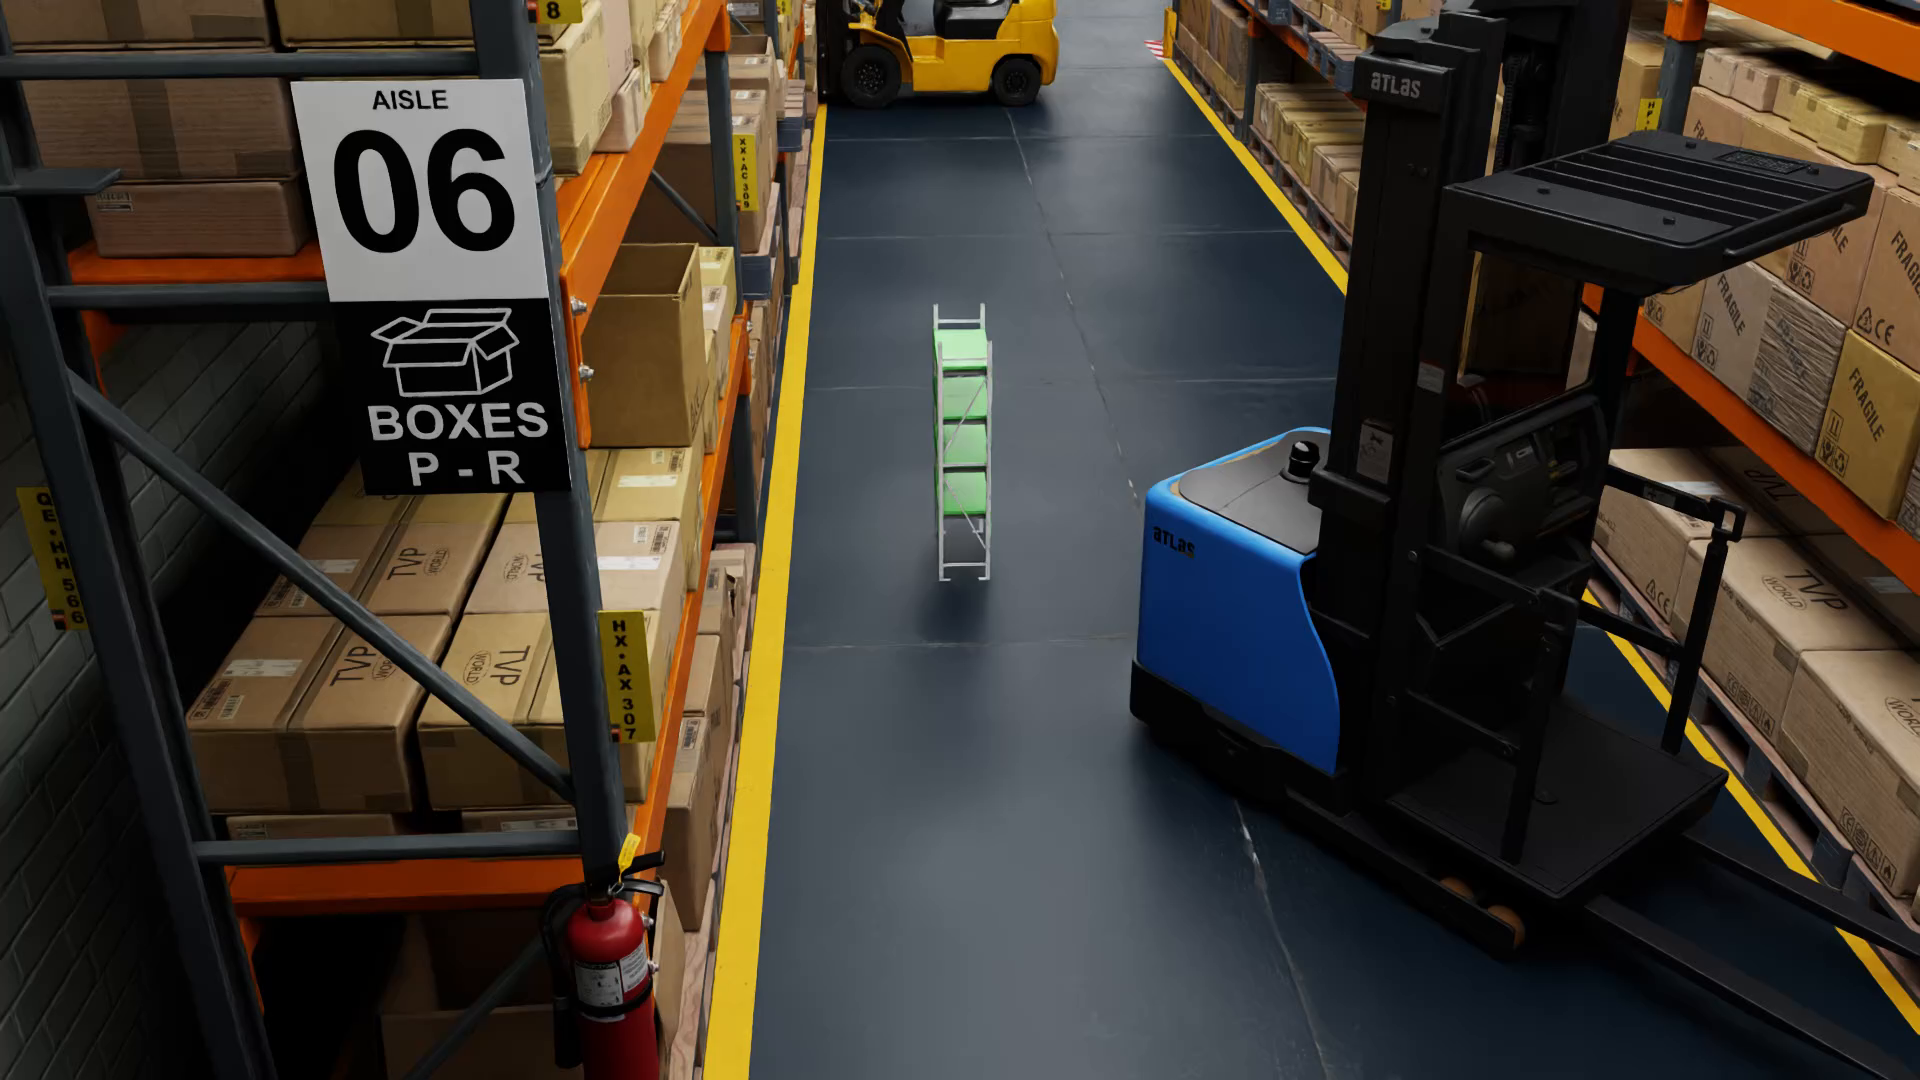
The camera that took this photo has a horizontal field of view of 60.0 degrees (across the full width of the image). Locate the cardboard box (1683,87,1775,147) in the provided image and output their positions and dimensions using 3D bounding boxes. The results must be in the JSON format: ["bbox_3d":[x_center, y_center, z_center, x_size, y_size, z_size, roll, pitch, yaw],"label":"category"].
[{"bbox_3d":[3.284,-1.542,6.774,0.500,0.500,0.500,-1,28,-2],"label":"cardboard box"}]

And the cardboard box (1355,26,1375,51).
[{"bbox_3d":[2.954,-3.470,11.478,0.380,0.149,0.250,-1,28,-2],"label":"cardboard box"}]

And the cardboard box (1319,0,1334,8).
[{"bbox_3d":[2.925,-4.165,12.108,0.500,0.500,0.500,-3,28,-6],"label":"cardboard box"}]

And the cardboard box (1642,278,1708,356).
[{"bbox_3d":[3.264,-1.102,7.011,0.500,0.500,0.500,-1,28,-1],"label":"cardboard box"}]

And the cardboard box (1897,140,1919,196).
[{"bbox_3d":[3.319,-1.200,5.416,0.380,0.149,0.250,-1,28,-2],"label":"cardboard box"}]

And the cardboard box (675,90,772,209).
[{"bbox_3d":[-1.285,-1.857,8.005,0.700,0.500,0.500,-1,28,-2],"label":"cardboard box"}]

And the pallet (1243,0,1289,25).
[{"bbox_3d":[2.978,-4.533,13.906,1.003,0.211,1.213,-1,28,-3],"label":"pallet"}]

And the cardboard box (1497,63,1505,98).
[{"bbox_3d":[3.144,-2.680,8.956,0.500,0.500,0.500,-1,28,-2],"label":"cardboard box"}]

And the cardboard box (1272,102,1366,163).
[{"bbox_3d":[3.154,-3.422,13.955,0.950,0.372,0.625,0,28,1],"label":"cardboard box"}]

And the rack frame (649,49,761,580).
[{"bbox_3d":[-1.456,-1.159,7.228,1.000,3.000,0.127,-1,28,-3],"label":"rack frame"}]

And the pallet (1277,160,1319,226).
[{"bbox_3d":[3.192,-2.814,13.418,1.003,0.211,1.213,-1,28,-3],"label":"pallet"}]

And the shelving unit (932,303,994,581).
[{"bbox_3d":[0.009,-0.456,7.826,0.258,1.200,0.503,-1,28,-3],"label":"shelving unit"}]

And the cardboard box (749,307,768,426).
[{"bbox_3d":[-1.316,-0.942,9.061,0.500,0.500,0.500,-2,28,-4],"label":"cardboard box"}]

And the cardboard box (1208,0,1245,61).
[{"bbox_3d":[2.728,-5.012,16.324,0.500,0.500,0.500,0,28,0],"label":"cardboard box"}]

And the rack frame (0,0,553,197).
[{"bbox_3d":[-1.247,-1.972,2.299,1.000,3.000,0.127,-1,28,-3],"label":"rack frame"}]

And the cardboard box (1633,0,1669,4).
[{"bbox_3d":[3.654,-2.683,8.961,0.500,0.500,0.500,-2,28,-3],"label":"cardboard box"}]

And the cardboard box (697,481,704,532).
[{"bbox_3d":[-1.042,-0.076,5.424,0.380,0.149,0.250,-1,28,-1],"label":"cardboard box"}]

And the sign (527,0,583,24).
[{"bbox_3d":[-0.705,-1.042,2.816,0.100,0.325,0.005,-1,28,-3],"label":"sign"}]

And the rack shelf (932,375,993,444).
[{"bbox_3d":[0.009,-0.612,7.745,0.258,0.148,0.480,-1,28,-3],"label":"rack shelf"}]

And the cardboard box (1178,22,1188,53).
[{"bbox_3d":[2.640,-5.410,17.898,0.500,0.250,0.500,-2,28,-3],"label":"cardboard box"}]

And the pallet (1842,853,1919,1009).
[{"bbox_3d":[3.590,1.436,5.269,1.003,0.211,1.213,-1,28,-3],"label":"pallet"}]

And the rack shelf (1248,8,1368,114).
[{"bbox_3d":[3.188,-3.732,12.940,1.077,0.370,4.000,-1,28,-3],"label":"rack shelf"}]

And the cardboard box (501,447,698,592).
[{"bbox_3d":[-1.058,-0.060,4.962,0.500,0.250,0.500,-2,28,-4],"label":"cardboard box"}]

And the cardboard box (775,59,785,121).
[{"bbox_3d":[-1.286,-2.646,9.788,0.500,0.250,0.500,-3,28,-5],"label":"cardboard box"}]

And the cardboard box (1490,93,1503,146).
[{"bbox_3d":[3.125,-2.339,9.113,0.500,0.250,0.500,-1,28,-2],"label":"cardboard box"}]

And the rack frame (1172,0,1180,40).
[{"bbox_3d":[2.874,-6.822,18.087,1.000,3.000,0.127,-1,28,-3],"label":"rack frame"}]

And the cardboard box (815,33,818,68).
[{"bbox_3d":[-1.634,-4.738,16.069,0.500,0.250,0.500,-2,28,-3],"label":"cardboard box"}]

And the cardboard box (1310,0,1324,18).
[{"bbox_3d":[2.880,-4.062,12.612,0.380,0.149,0.250,-2,28,-4],"label":"cardboard box"}]

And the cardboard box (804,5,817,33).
[{"bbox_3d":[-1.640,-4.961,15.955,0.500,0.250,0.500,0,28,-1],"label":"cardboard box"}]

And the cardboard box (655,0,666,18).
[{"bbox_3d":[-1.109,-1.628,4.724,0.500,0.250,0.500,-2,28,-3],"label":"cardboard box"}]

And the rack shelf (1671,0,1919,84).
[{"bbox_3d":[3.605,-1.368,5.163,1.077,0.370,4.000,-1,28,-3],"label":"rack shelf"}]

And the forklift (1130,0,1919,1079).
[{"bbox_3d":[2.016,-0.169,5.404,1.130,2.935,3.031,-21,34,-34],"label":"forklift"}]

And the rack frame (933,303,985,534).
[{"bbox_3d":[-0.004,-0.568,8.042,0.240,1.200,0.015,-1,28,-3],"label":"rack frame"}]

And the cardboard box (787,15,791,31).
[{"bbox_3d":[-1.478,-3.845,12.001,0.500,0.250,0.500,-2,28,-4],"label":"cardboard box"}]

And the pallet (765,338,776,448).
[{"bbox_3d":[-1.603,-0.862,9.674,1.003,0.211,1.213,-1,28,-3],"label":"pallet"}]

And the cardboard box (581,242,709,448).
[{"bbox_3d":[-1.080,-0.618,5.221,0.500,0.500,0.500,-1,28,-1],"label":"cardboard box"}]

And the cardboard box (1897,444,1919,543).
[{"bbox_3d":[3.372,-0.163,5.211,0.500,0.500,0.500,-1,28,-1],"label":"cardboard box"}]

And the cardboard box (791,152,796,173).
[{"bbox_3d":[-1.802,-3.387,13.615,0.875,0.625,0.625,-2,28,-3],"label":"cardboard box"}]

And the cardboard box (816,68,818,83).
[{"bbox_3d":[-1.653,-4.523,16.197,0.500,0.250,0.500,-1,28,-2],"label":"cardboard box"}]

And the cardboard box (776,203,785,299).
[{"bbox_3d":[-1.428,-1.894,10.887,0.500,0.500,0.500,-1,28,-1],"label":"cardboard box"}]

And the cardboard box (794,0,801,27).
[{"bbox_3d":[-1.554,-4.328,13.467,0.500,0.250,0.500,-2,28,-3],"label":"cardboard box"}]

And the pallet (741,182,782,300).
[{"bbox_3d":[-1.389,-1.445,7.985,1.003,0.211,1.213,-1,28,-3],"label":"pallet"}]

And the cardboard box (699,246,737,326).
[{"bbox_3d":[-1.186,-0.995,6.755,0.500,0.250,0.500,-1,28,-1],"label":"cardboard box"}]

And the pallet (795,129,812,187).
[{"bbox_3d":[-1.796,-3.278,14.306,1.003,0.211,1.213,-1,28,-3],"label":"pallet"}]

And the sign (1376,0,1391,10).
[{"bbox_3d":[2.751,-3.588,10.720,0.100,0.325,0.005,-1,28,-3],"label":"sign"}]

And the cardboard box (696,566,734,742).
[{"bbox_3d":[-1.244,0.451,6.391,0.700,0.500,0.500,-2,28,-5],"label":"cardboard box"}]

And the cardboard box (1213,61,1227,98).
[{"bbox_3d":[2.746,-4.454,16.066,0.500,0.250,0.500,-2,28,-4],"label":"cardboard box"}]

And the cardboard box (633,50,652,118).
[{"bbox_3d":[-0.999,-1.161,4.260,0.380,0.149,0.250,-1,28,-3],"label":"cardboard box"}]

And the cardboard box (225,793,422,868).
[{"bbox_3d":[-1.532,0.653,4.026,0.380,0.149,0.250,-2,28,-3],"label":"cardboard box"}]

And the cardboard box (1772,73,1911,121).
[{"bbox_3d":[3.343,-1.669,6.315,0.380,0.149,0.250,-2,28,-3],"label":"cardboard box"}]

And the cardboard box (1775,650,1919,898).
[{"bbox_3d":[3.519,0.792,5.805,0.875,0.438,0.875,-1,28,-1],"label":"cardboard box"}]

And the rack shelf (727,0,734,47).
[{"bbox_3d":[-1.560,-3.094,8.472,1.077,0.370,4.000,-1,28,-3],"label":"rack shelf"}]

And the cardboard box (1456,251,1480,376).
[{"bbox_3d":[3.334,-1.226,9.200,0.875,0.875,0.875,-1,28,-1],"label":"cardboard box"}]

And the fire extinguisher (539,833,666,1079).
[{"bbox_3d":[-0.778,0.945,3.682,0.296,0.674,0.183,-1,28,-3],"label":"fire extinguisher"}]

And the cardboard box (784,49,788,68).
[{"bbox_3d":[-1.465,-3.383,11.654,0.500,0.250,0.500,-2,28,-4],"label":"cardboard box"}]

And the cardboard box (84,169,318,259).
[{"bbox_3d":[-1.495,-0.672,3.324,0.380,0.149,0.250,-1,28,-1],"label":"cardboard box"}]
